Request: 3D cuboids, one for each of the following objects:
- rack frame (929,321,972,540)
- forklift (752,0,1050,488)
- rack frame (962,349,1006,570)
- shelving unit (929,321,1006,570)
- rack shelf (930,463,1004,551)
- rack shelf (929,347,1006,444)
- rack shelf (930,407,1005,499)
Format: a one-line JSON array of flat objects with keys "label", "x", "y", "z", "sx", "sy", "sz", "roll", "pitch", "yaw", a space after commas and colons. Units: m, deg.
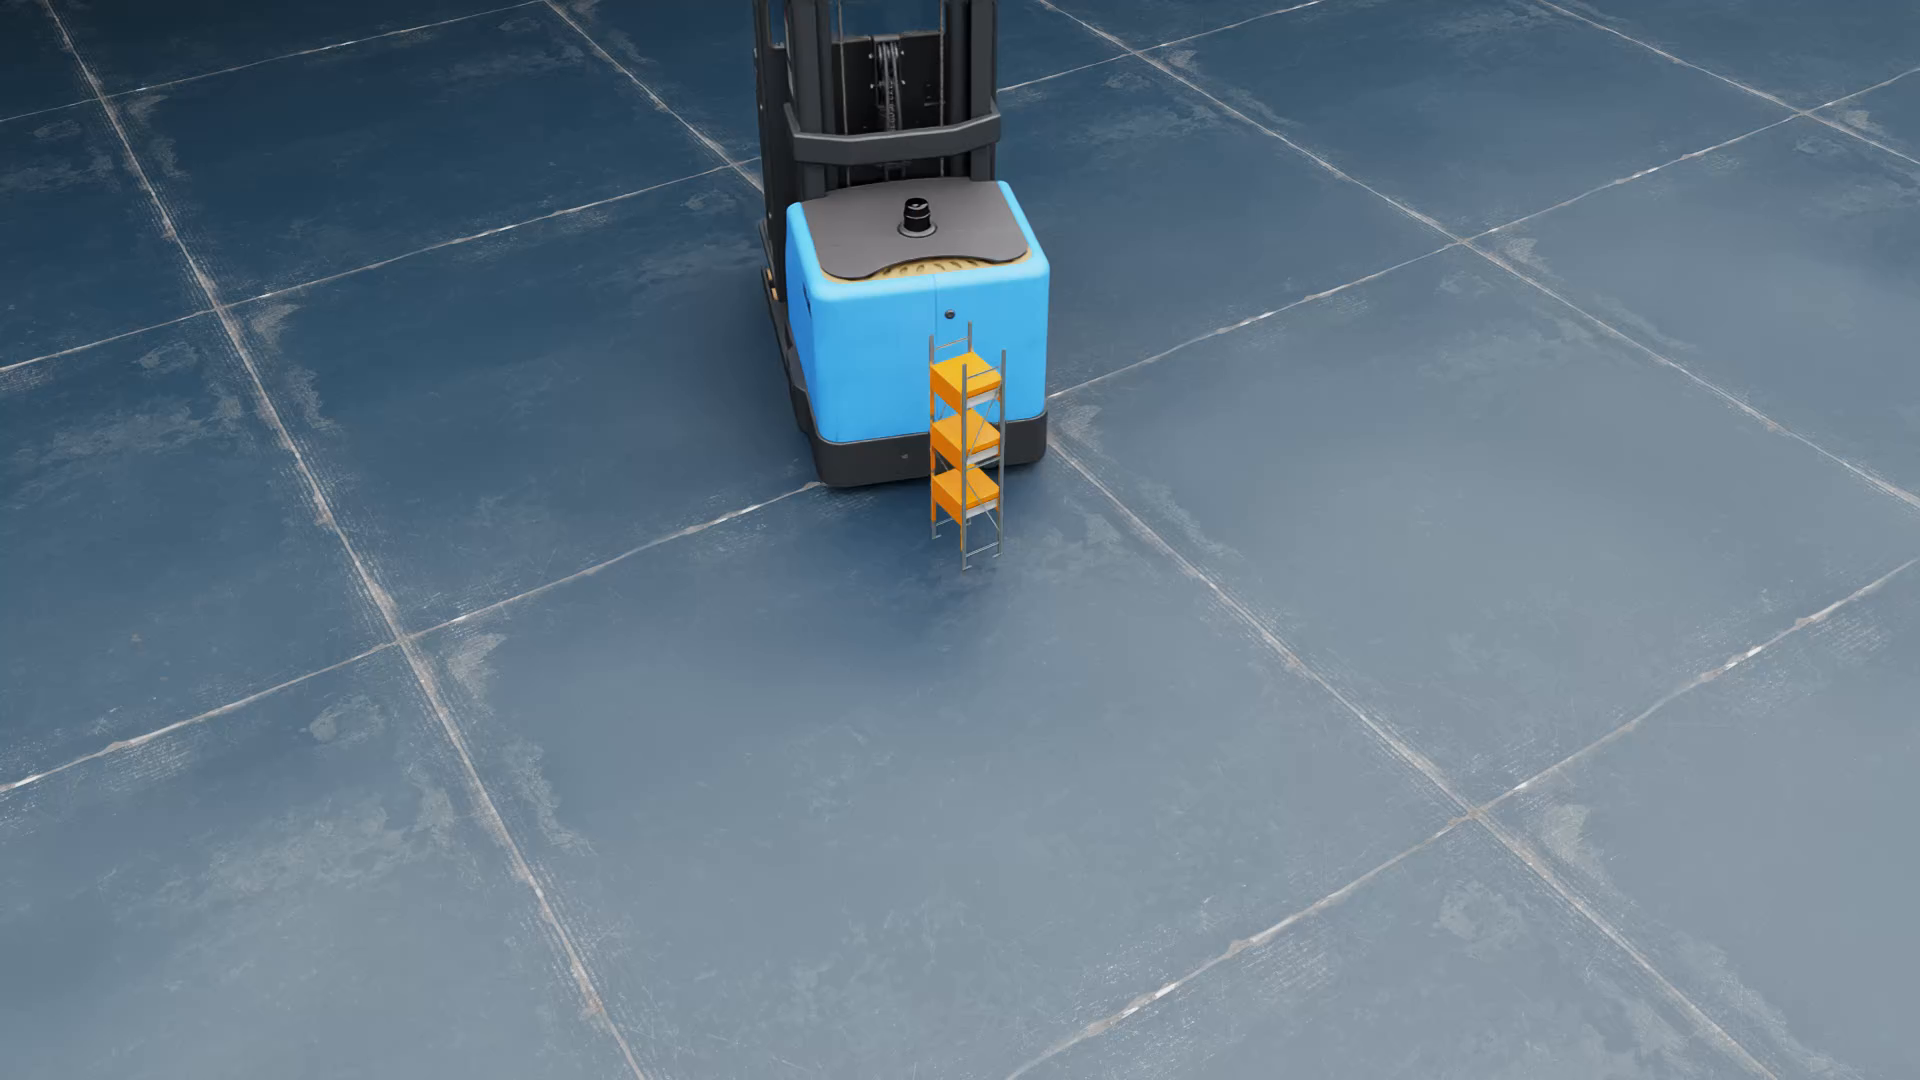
[{"label": "rack frame", "x": -0.037, "y": -0.440, "z": 6.958, "sx": 0.200, "sy": 1.050, "sz": 0.008, "roll": -22, "pitch": 45, "yaw": -24}, {"label": "forklift", "x": -0.426, "y": -2.310, "z": 7.732, "sx": 1.130, "sy": 2.935, "sz": 3.031, "roll": -8, "pitch": 40, "yaw": -10}, {"label": "rack frame", "x": 0.094, "y": -0.309, "z": 6.800, "sx": 0.200, "sy": 1.050, "sz": 0.008, "roll": -22, "pitch": 45, "yaw": -24}, {"label": "shelving unit", "x": 0.029, "y": -0.374, "z": 6.879, "sx": 0.215, "sy": 1.050, "sz": 0.252, "roll": -22, "pitch": 45, "yaw": -24}, {"label": "rack shelf", "x": 0.029, "y": -0.153, "z": 7.064, "sx": 0.215, "sy": 0.259, "sz": 0.240, "roll": -22, "pitch": 45, "yaw": -24}, {"label": "rack shelf", "x": 0.029, "y": -0.584, "z": 6.704, "sx": 0.215, "sy": 0.259, "sz": 0.240, "roll": -22, "pitch": 45, "yaw": -24}, {"label": "rack shelf", "x": 0.029, "y": -0.366, "z": 6.886, "sx": 0.215, "sy": 0.259, "sz": 0.240, "roll": -22, "pitch": 45, "yaw": -24}]
